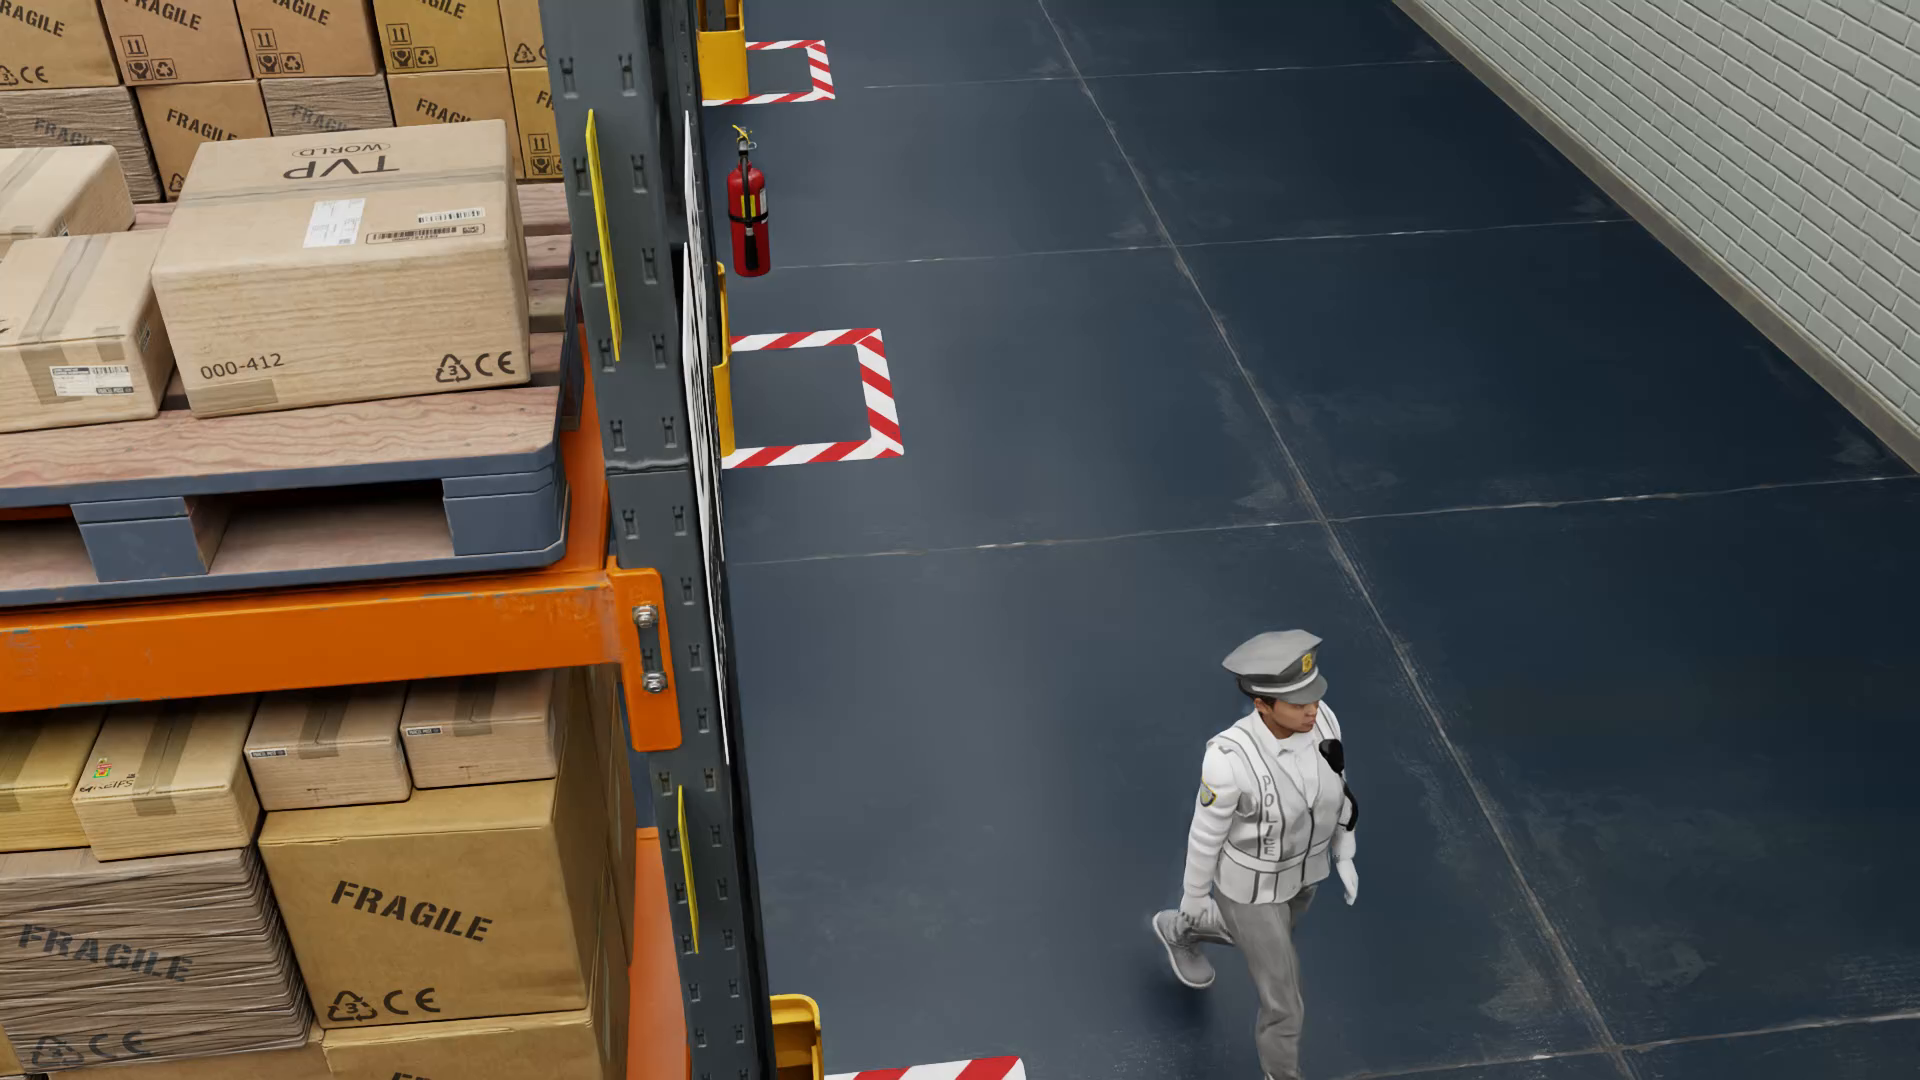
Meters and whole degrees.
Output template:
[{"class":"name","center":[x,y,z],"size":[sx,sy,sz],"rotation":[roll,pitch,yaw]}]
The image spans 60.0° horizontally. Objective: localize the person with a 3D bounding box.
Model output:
[{"class":"person","center":[0.893,0.930,4.776],"size":[0.496,1.646,0.909],"rotation":[-23,41,-29]}]
